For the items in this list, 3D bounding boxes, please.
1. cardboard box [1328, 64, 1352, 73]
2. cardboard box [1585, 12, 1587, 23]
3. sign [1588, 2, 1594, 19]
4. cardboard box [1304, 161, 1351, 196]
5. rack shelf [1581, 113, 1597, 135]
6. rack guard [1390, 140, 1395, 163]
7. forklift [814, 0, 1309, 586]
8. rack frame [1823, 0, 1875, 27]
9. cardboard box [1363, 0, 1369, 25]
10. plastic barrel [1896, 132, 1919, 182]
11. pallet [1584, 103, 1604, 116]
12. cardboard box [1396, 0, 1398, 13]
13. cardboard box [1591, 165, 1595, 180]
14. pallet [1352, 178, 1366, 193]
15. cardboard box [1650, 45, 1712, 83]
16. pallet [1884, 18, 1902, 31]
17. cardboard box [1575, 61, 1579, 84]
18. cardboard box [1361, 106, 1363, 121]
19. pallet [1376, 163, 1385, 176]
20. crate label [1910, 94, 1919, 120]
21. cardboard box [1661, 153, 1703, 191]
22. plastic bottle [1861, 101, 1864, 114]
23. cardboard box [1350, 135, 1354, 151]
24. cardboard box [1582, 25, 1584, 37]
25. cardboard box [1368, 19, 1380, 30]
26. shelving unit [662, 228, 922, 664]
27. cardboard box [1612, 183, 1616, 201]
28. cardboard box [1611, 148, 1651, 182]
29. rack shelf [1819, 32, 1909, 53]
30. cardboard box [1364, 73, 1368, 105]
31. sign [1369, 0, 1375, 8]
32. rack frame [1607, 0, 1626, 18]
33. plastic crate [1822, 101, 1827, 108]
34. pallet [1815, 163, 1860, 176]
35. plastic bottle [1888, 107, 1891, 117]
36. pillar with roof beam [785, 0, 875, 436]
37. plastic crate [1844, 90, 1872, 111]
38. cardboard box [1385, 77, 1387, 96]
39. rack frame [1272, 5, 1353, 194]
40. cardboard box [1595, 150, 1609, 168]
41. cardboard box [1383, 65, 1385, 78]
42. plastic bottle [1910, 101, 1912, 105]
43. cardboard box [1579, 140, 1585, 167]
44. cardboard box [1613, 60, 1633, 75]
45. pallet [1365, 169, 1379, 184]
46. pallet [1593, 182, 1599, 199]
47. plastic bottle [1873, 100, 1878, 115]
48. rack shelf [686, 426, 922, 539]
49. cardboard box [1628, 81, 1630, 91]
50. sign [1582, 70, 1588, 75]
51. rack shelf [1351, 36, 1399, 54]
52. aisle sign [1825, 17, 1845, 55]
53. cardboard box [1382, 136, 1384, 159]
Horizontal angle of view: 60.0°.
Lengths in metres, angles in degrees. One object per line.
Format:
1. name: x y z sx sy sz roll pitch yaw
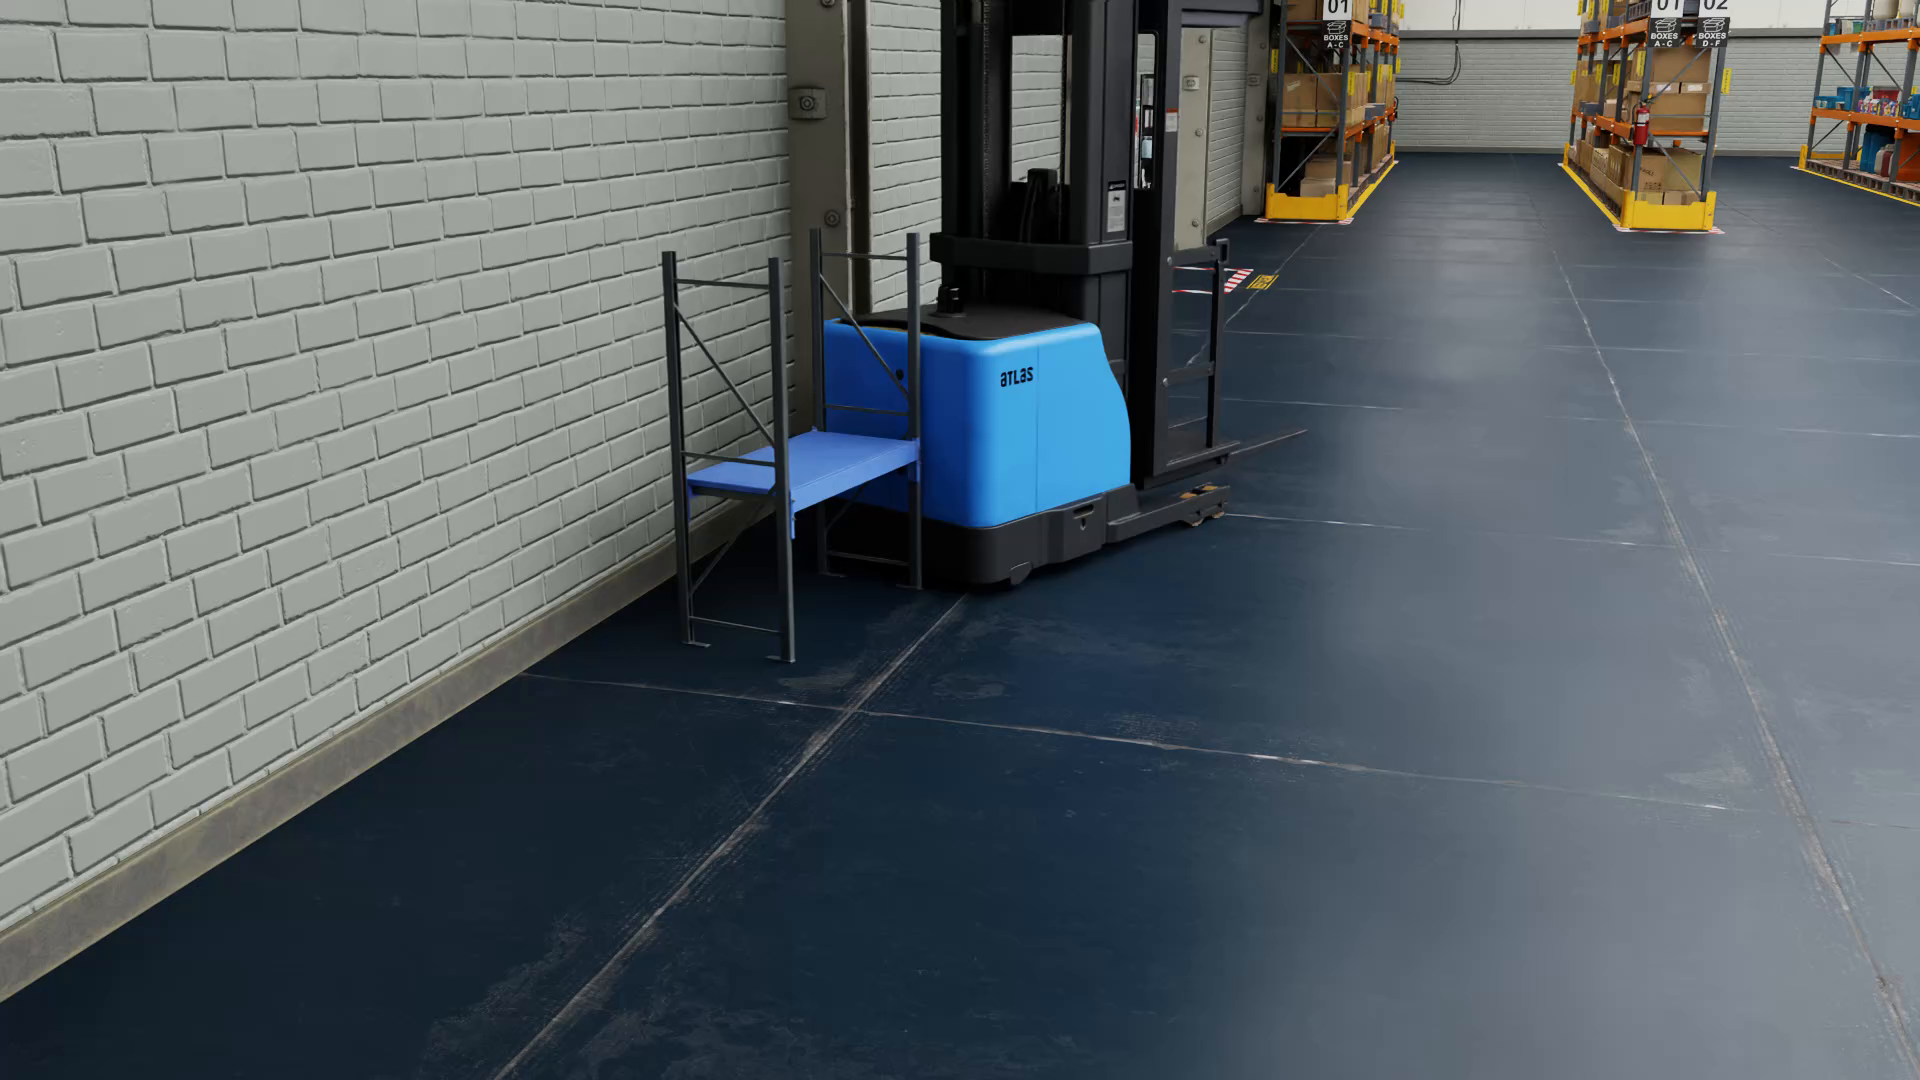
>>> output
1. cardboard box: 7.249 -8.983 31.863 0.500 0.250 0.500 5 17 17
2. cardboard box: 13.566 -11.097 35.319 0.500 0.250 0.500 5 16 16
3. sign: 12.733 -10.678 33.533 0.100 0.325 0.005 5 16 16
4. cardboard box: 5.796 -5.710 26.238 0.700 0.500 0.500 4 16 12
5. rack shelf: 12.687 -8.077 32.125 1.077 0.370 4.000 5 16 16
6. rack guard: 9.649 -9.179 39.276 1.175 0.500 0.348 5 16 16
7. forklift: 0.683 -1.552 7.930 1.130 2.935 3.031 13 20 39
8. rack frame: 19.141 -12.493 35.385 1.000 3.000 0.127 5 16 16
9. cardboard box: 6.325 -8.585 26.882 0.500 0.500 0.500 5 17 17
10. plastic barrel: 16.990 -6.802 29.519 0.600 0.830 0.708 5 16 16
11. pallet: 12.244 -7.990 30.853 1.213 0.211 1.003 5 16 16
12. cardboard box: 9.252 -11.740 36.175 0.500 0.500 0.500 5 17 16
13. cardboard box: 11.547 -6.533 29.634 0.500 0.250 0.500 4 16 14
14. pallet: 6.797 -6.419 30.072 1.003 0.211 1.213 5 16 16
15. cardboard box: 10.006 -6.614 23.089 0.700 0.500 0.500 5 16 16
16. pallet: 17.555 -9.403 30.334 1.003 0.211 1.213 5 16 16
17. cardboard box: 14.014 -10.426 37.074 0.500 0.500 0.500 5 17 18
18. cardboard box: 6.238 -6.896 26.884 0.500 0.250 0.500 5 17 16
19. pallet: 8.358 -7.780 34.871 1.003 0.211 1.213 5 16 16
20. crate label: 16.325 -7.292 27.977 0.502 0.435 0.616 5 16 16
21. cardboard box: 10.352 -5.300 23.914 0.500 0.500 0.500 5 16 16
22. plastic bottle: 17.410 -8.344 31.986 0.097 0.271 0.097 0 16 0
23. cardboard box: 6.850 -7.181 30.049 0.500 0.250 0.500 5 16 16
24. cardboard box: 13.708 -10.988 35.849 0.500 0.250 0.500 5 16 16
25. cardboard box: 7.423 -9.483 30.396 0.500 0.311 0.500 5 16 16
26. shelving unit: -0.620 -0.417 6.552 0.538 1.500 1.048 8 18 26
27. cardboard box: 10.130 -5.242 25.084 0.500 0.250 0.500 5 16 16
28. cardboard box: 10.266 -5.734 25.444 0.500 0.500 0.500 5 16 16
29. rack shelf: 18.572 -10.181 34.048 1.077 0.370 4.000 5 16 16
30. cardboard box: 6.394 -7.387 27.239 0.500 0.500 0.500 5 16 16
31. sign: 6.754 -8.888 27.223 0.100 0.325 0.005 5 16 16
32. rack frame: 12.119 -10.786 29.364 1.000 3.000 0.127 5 16 16
33. plastic crate: 18.392 -9.215 35.195 0.250 0.136 0.298 5 16 16
34. pallet: 18.520 -7.735 34.713 1.003 0.211 1.213 5 16 16
35. plastic bottle: 16.772 -7.723 29.925 0.097 0.201 0.097 0 16 0
36. pillar with roof beam: 3.477 -4.283 6.438 9.100 9.000 0.400 5 16 16
37. plastic crate: 17.810 -8.731 33.032 0.392 0.384 0.575 5 16 16
38. cardboard box: 8.616 -9.390 34.671 0.500 0.500 0.500 4 16 15
39. rack frame: 5.095 -6.190 24.154 1.000 3.000 0.127 5 16 16
40. cardboard box: 11.400 -6.663 29.064 0.500 0.311 0.500 4 16 14
41. cardboard box: 8.318 -9.482 33.623 0.500 0.250 0.500 5 17 17
42. plastic bottle: 17.726 -8.052 30.957 0.097 0.271 0.097 0 16 0
43. cardboard box: 12.885 -7.847 33.773 0.500 0.500 0.500 4 16 13
44. cardboard box: 13.659 -9.576 34.080 0.500 0.500 0.500 5 17 17
45. pallet: 7.665 -7.141 32.620 1.003 0.211 1.213 5 16 16
46. pallet: 11.499 -6.027 28.693 1.003 0.211 1.213 5 16 16
47. plastic bottle: 17.119 -8.076 31.042 0.097 0.271 0.097 0 16 0
48. rack shelf: -0.620 -0.244 6.601 0.538 0.185 1.000 8 18 26
49. cardboard box: 10.649 -7.092 25.964 0.380 0.149 0.250 5 17 17
50. sign: 12.733 -9.402 33.895 0.100 0.325 0.005 5 16 16
51. rack shelf: 9.074 -10.949 36.756 1.077 0.370 4.000 5 16 16
52. aisle sign: 18.876 -10.900 35.997 0.394 0.787 0.004 5 16 16
53. cardboard box: 8.962 -8.647 36.631 0.700 0.500 0.500 4 16 15
